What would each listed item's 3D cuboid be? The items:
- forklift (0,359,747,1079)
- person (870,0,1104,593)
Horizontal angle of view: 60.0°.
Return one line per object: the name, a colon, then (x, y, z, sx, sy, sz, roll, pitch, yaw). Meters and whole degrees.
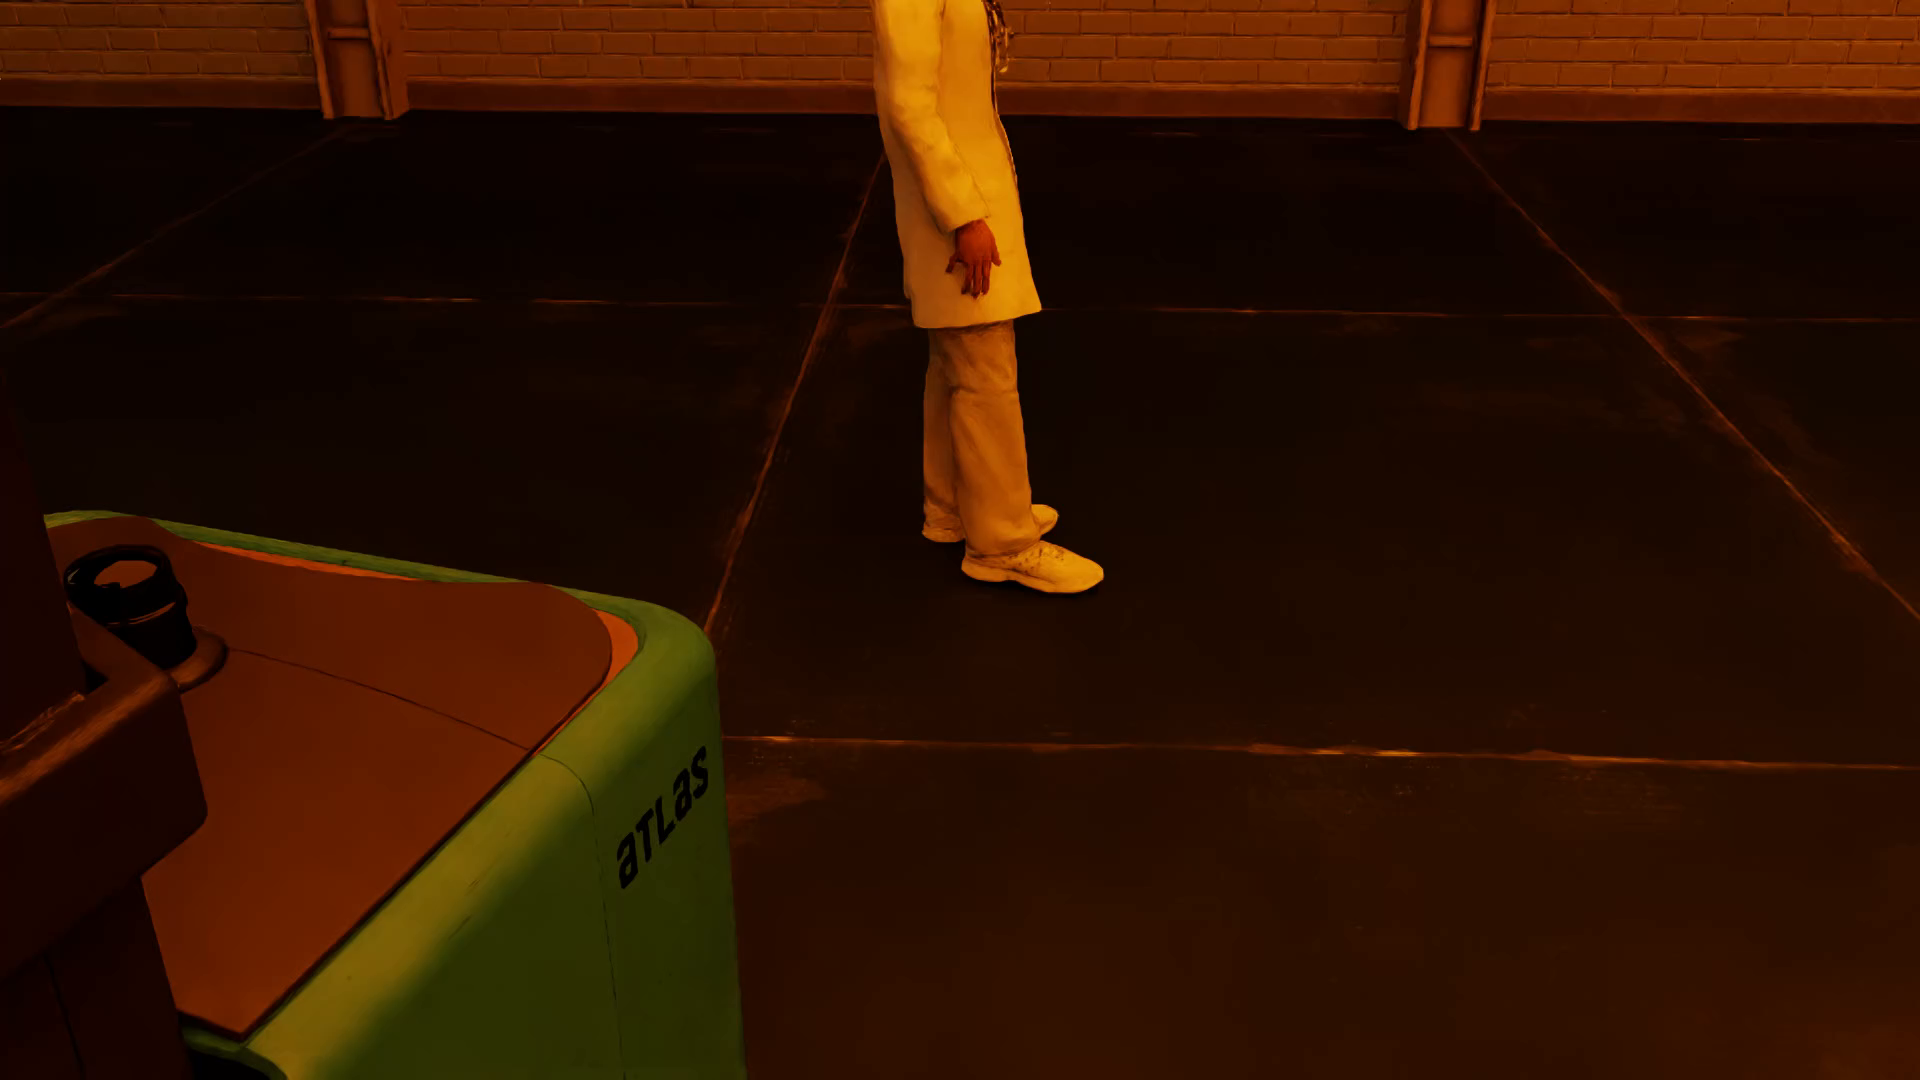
forklift: (-1.215, 0.279, 0.642, 1.130, 2.935, 3.031, 8, 27, 16)
person: (0.091, -0.800, 4.118, 0.579, 1.776, 0.694, 1, 26, 2)
